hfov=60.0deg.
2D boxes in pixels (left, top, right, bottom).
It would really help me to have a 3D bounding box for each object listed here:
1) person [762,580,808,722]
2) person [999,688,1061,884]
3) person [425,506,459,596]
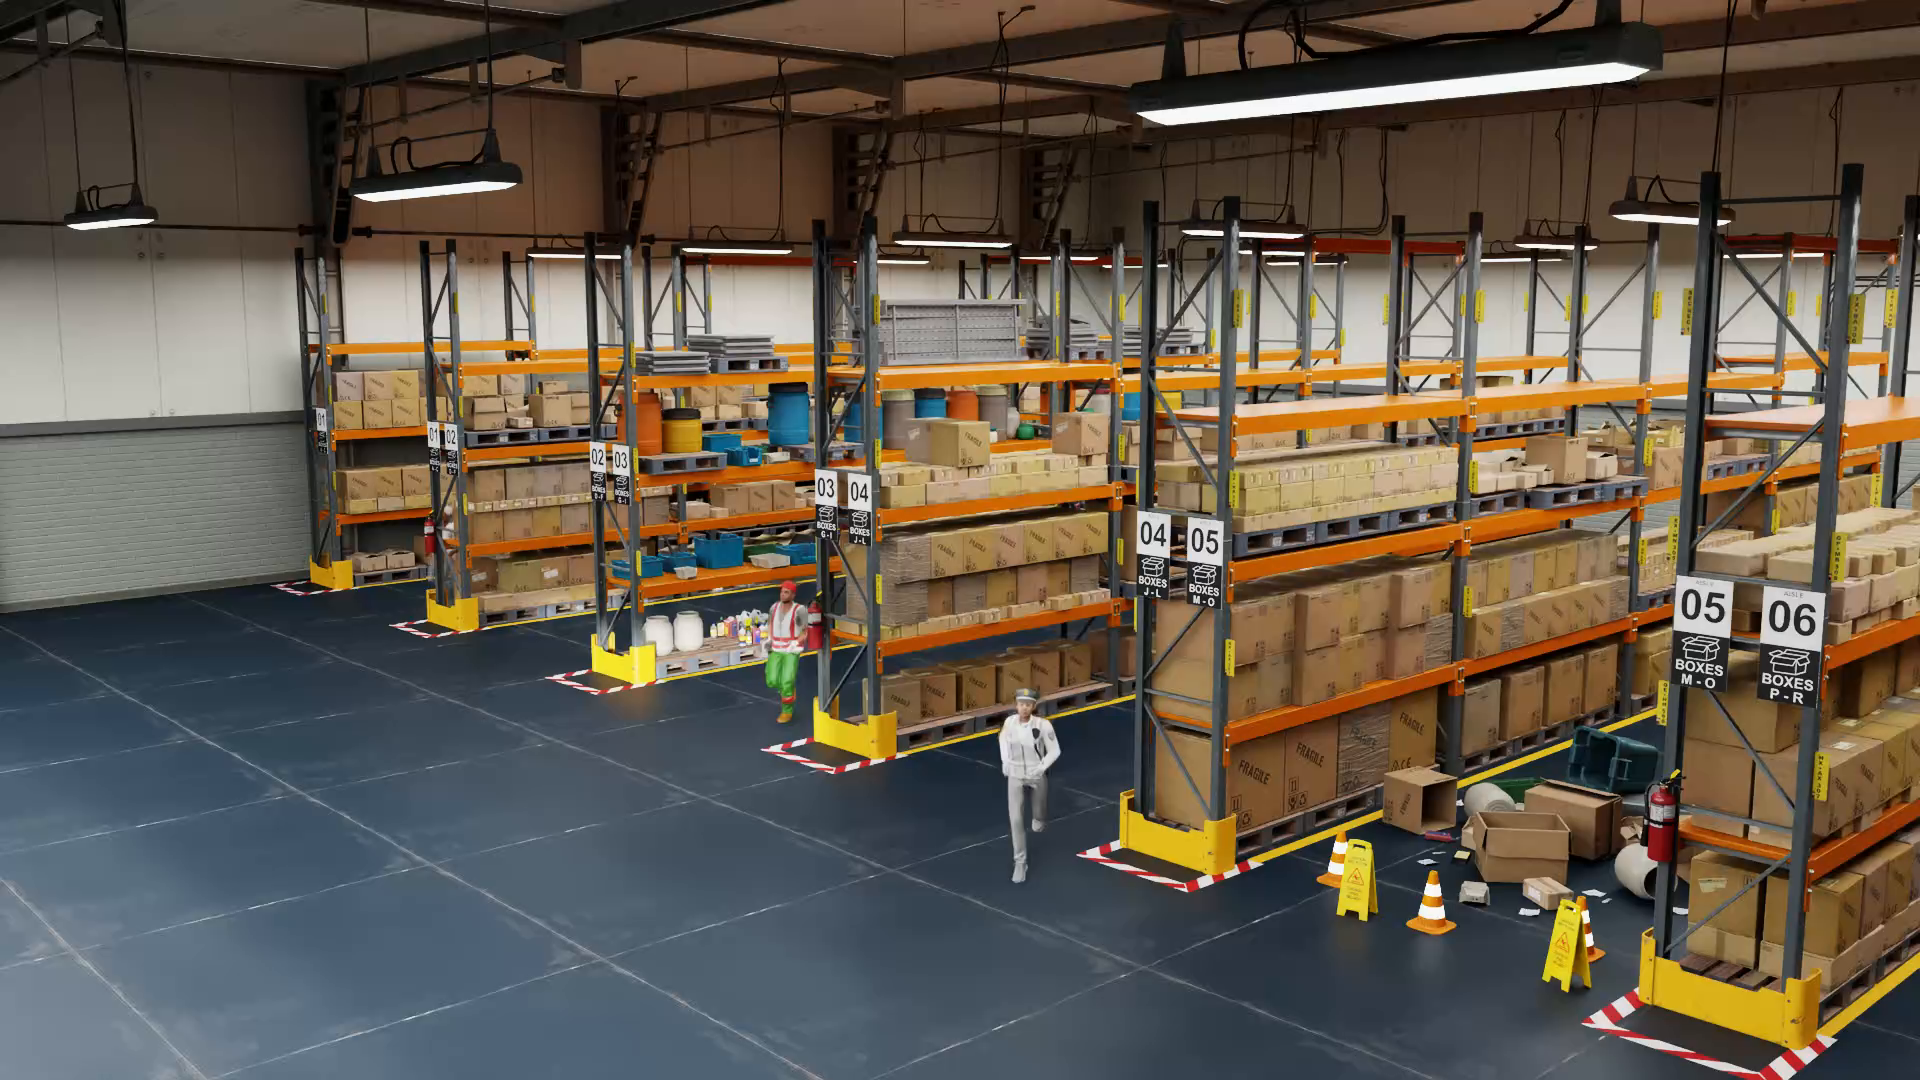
[{"bbox_3d":[-2.104,1.354,20.294,0.646,1.743,0.584,4,9,23],"label":"person"},{"bbox_3d":[0.624,2.137,15.104,0.581,1.654,1.013,1,8,7],"label":"person"},{"bbox_3d":[-8.523,0.279,27.618,0.723,1.721,0.577,5,10,29],"label":"person"}]
